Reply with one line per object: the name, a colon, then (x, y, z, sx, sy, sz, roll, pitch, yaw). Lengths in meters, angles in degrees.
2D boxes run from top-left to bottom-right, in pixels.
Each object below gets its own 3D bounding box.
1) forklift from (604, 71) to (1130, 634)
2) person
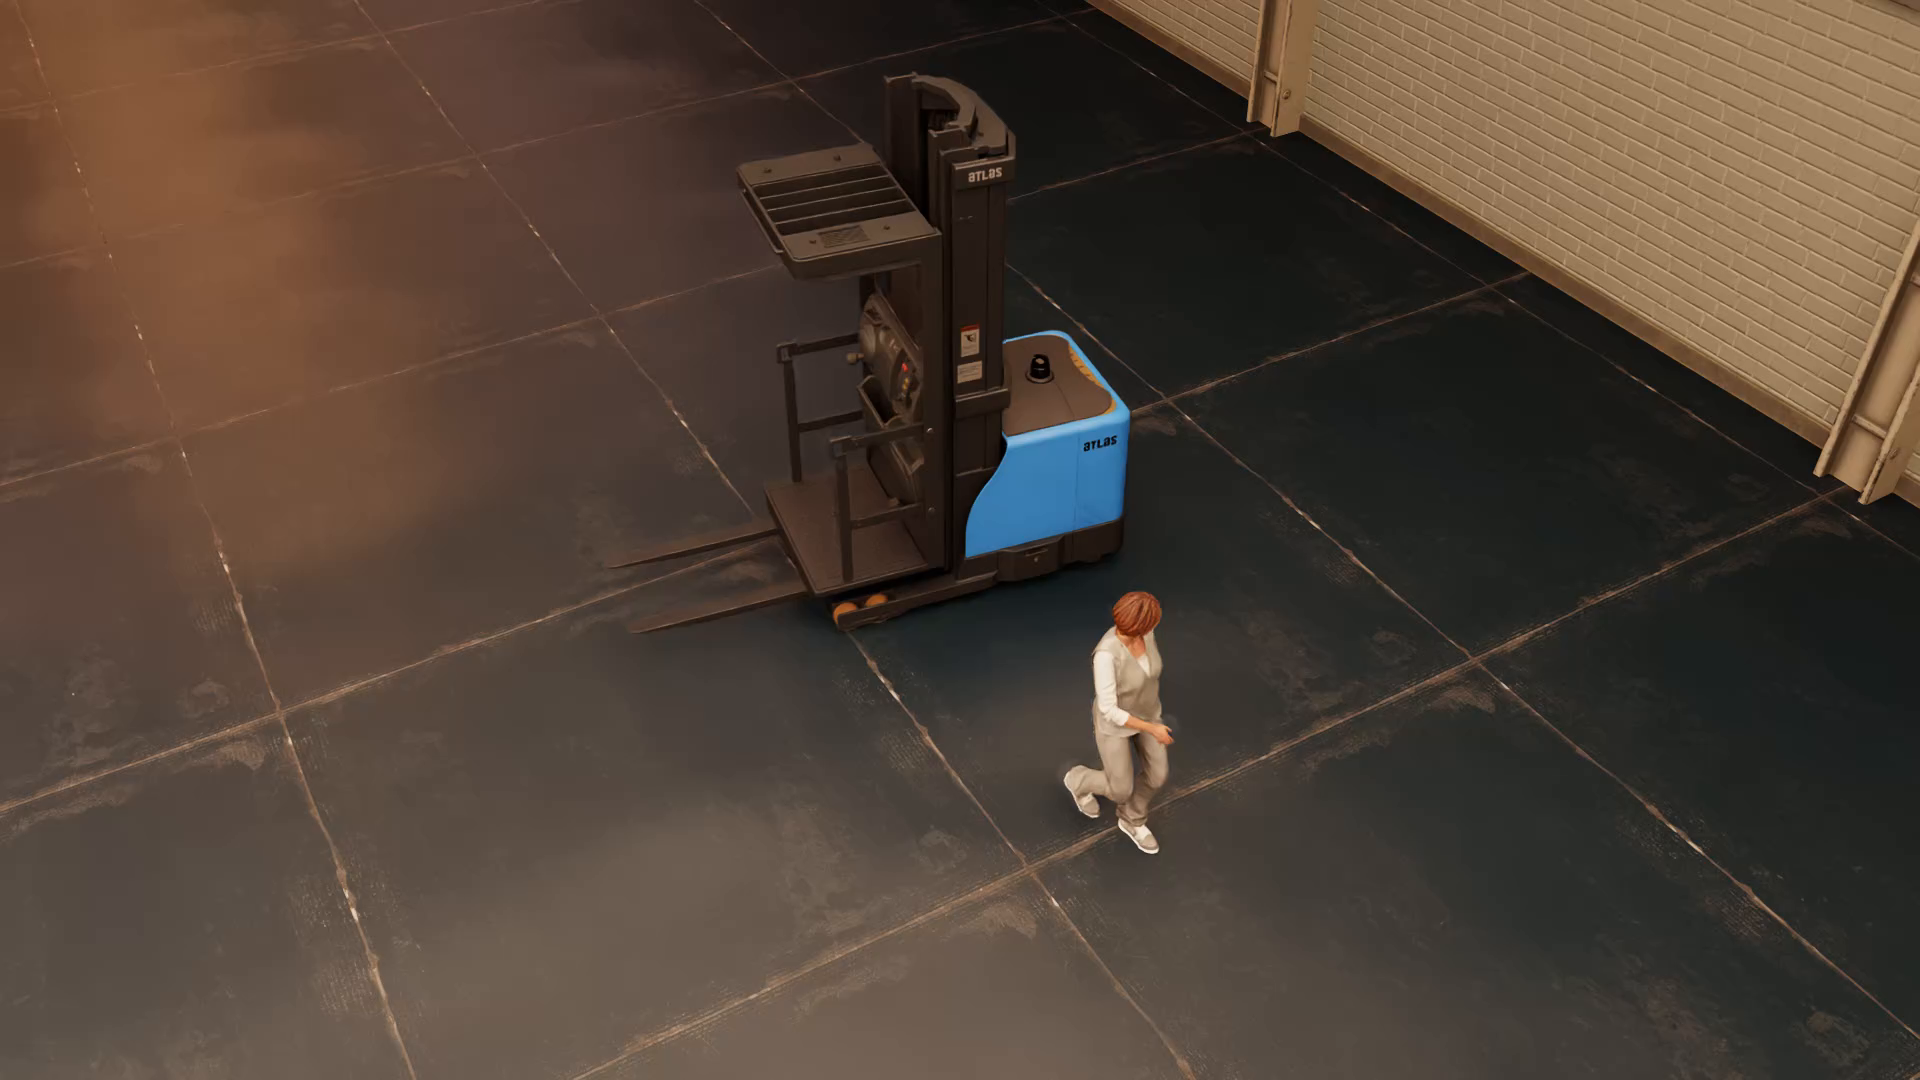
forklift: (-0.574, -0.983, 9.221, 3.031, 2.935, 1.130, -14, 42, -16)
person: (0.843, 0.861, 8.094, 0.563, 1.547, 0.580, -25, 46, -27)
